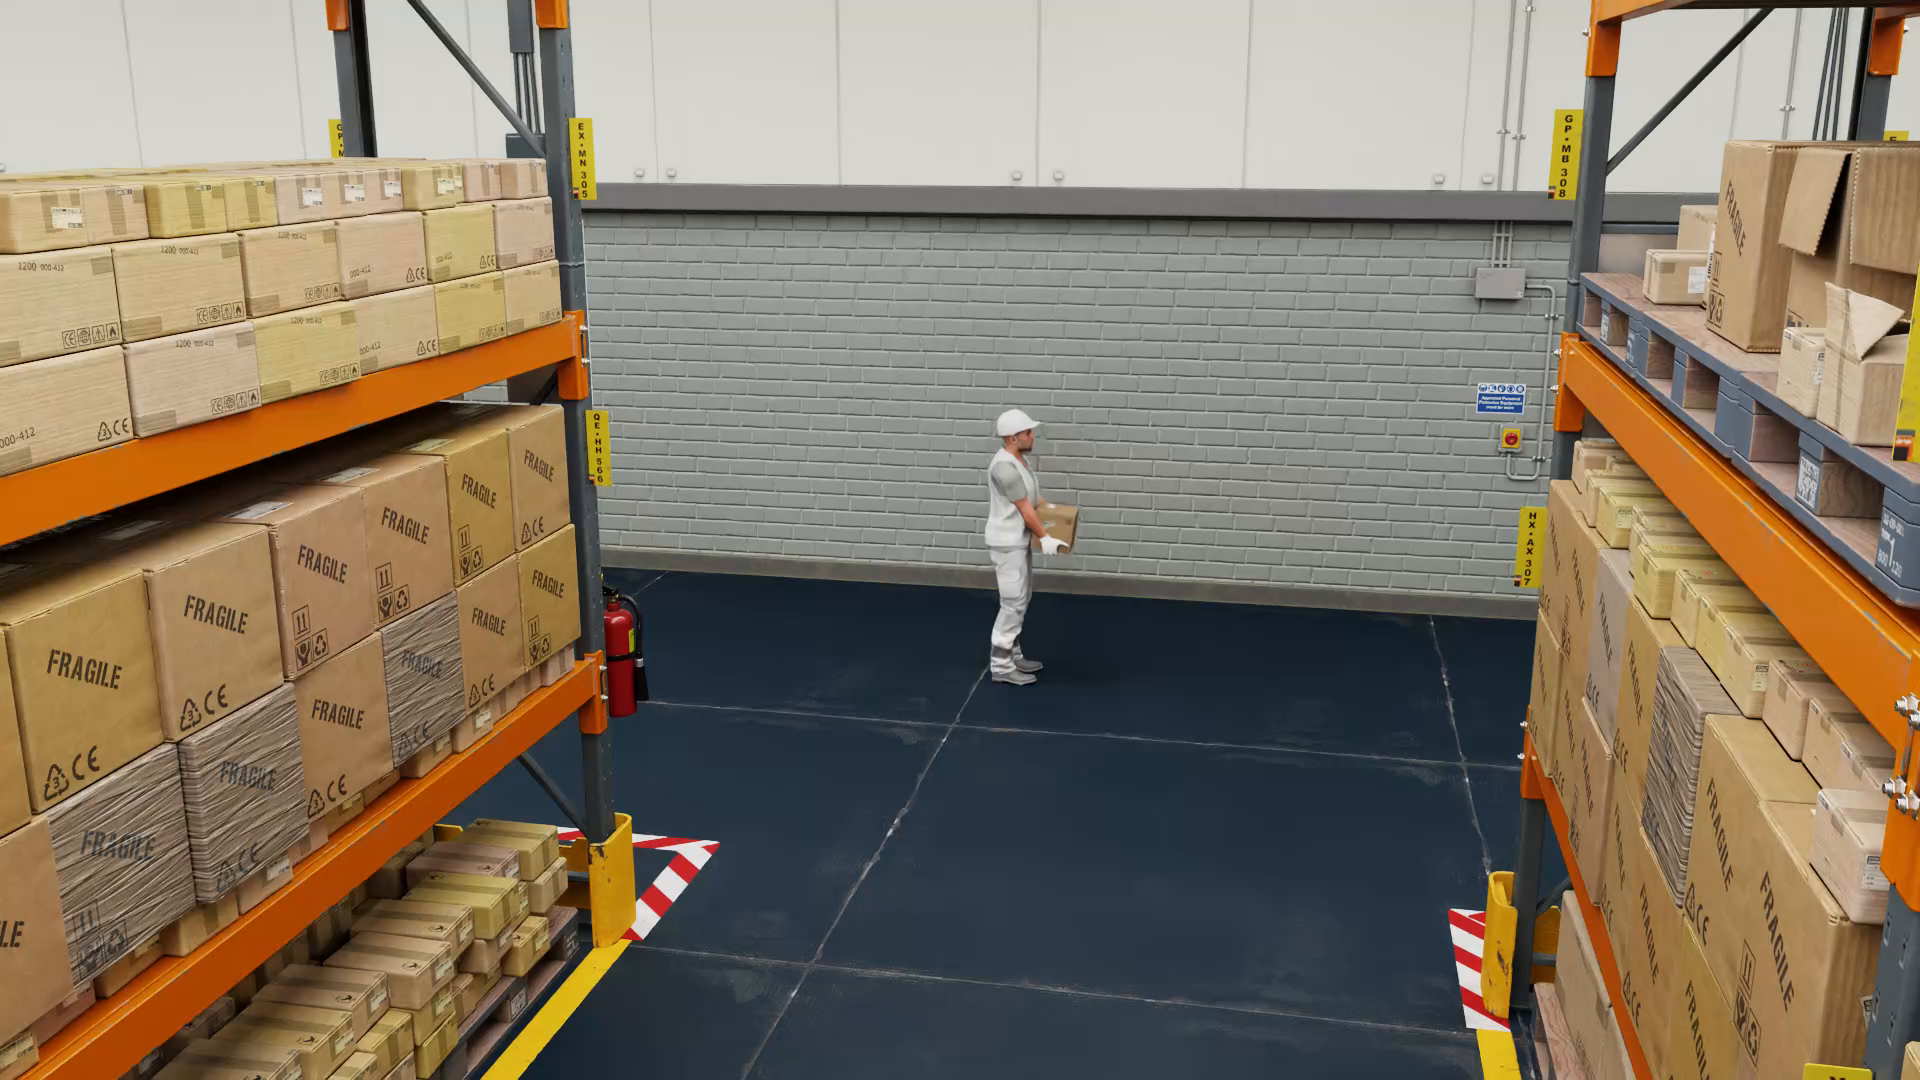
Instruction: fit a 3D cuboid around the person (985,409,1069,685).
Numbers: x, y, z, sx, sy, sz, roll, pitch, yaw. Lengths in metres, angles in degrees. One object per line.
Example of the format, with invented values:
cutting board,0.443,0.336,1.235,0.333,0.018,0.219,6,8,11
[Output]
person,0.449,0.037,10.817,0.563,1.786,0.495,3,15,11
